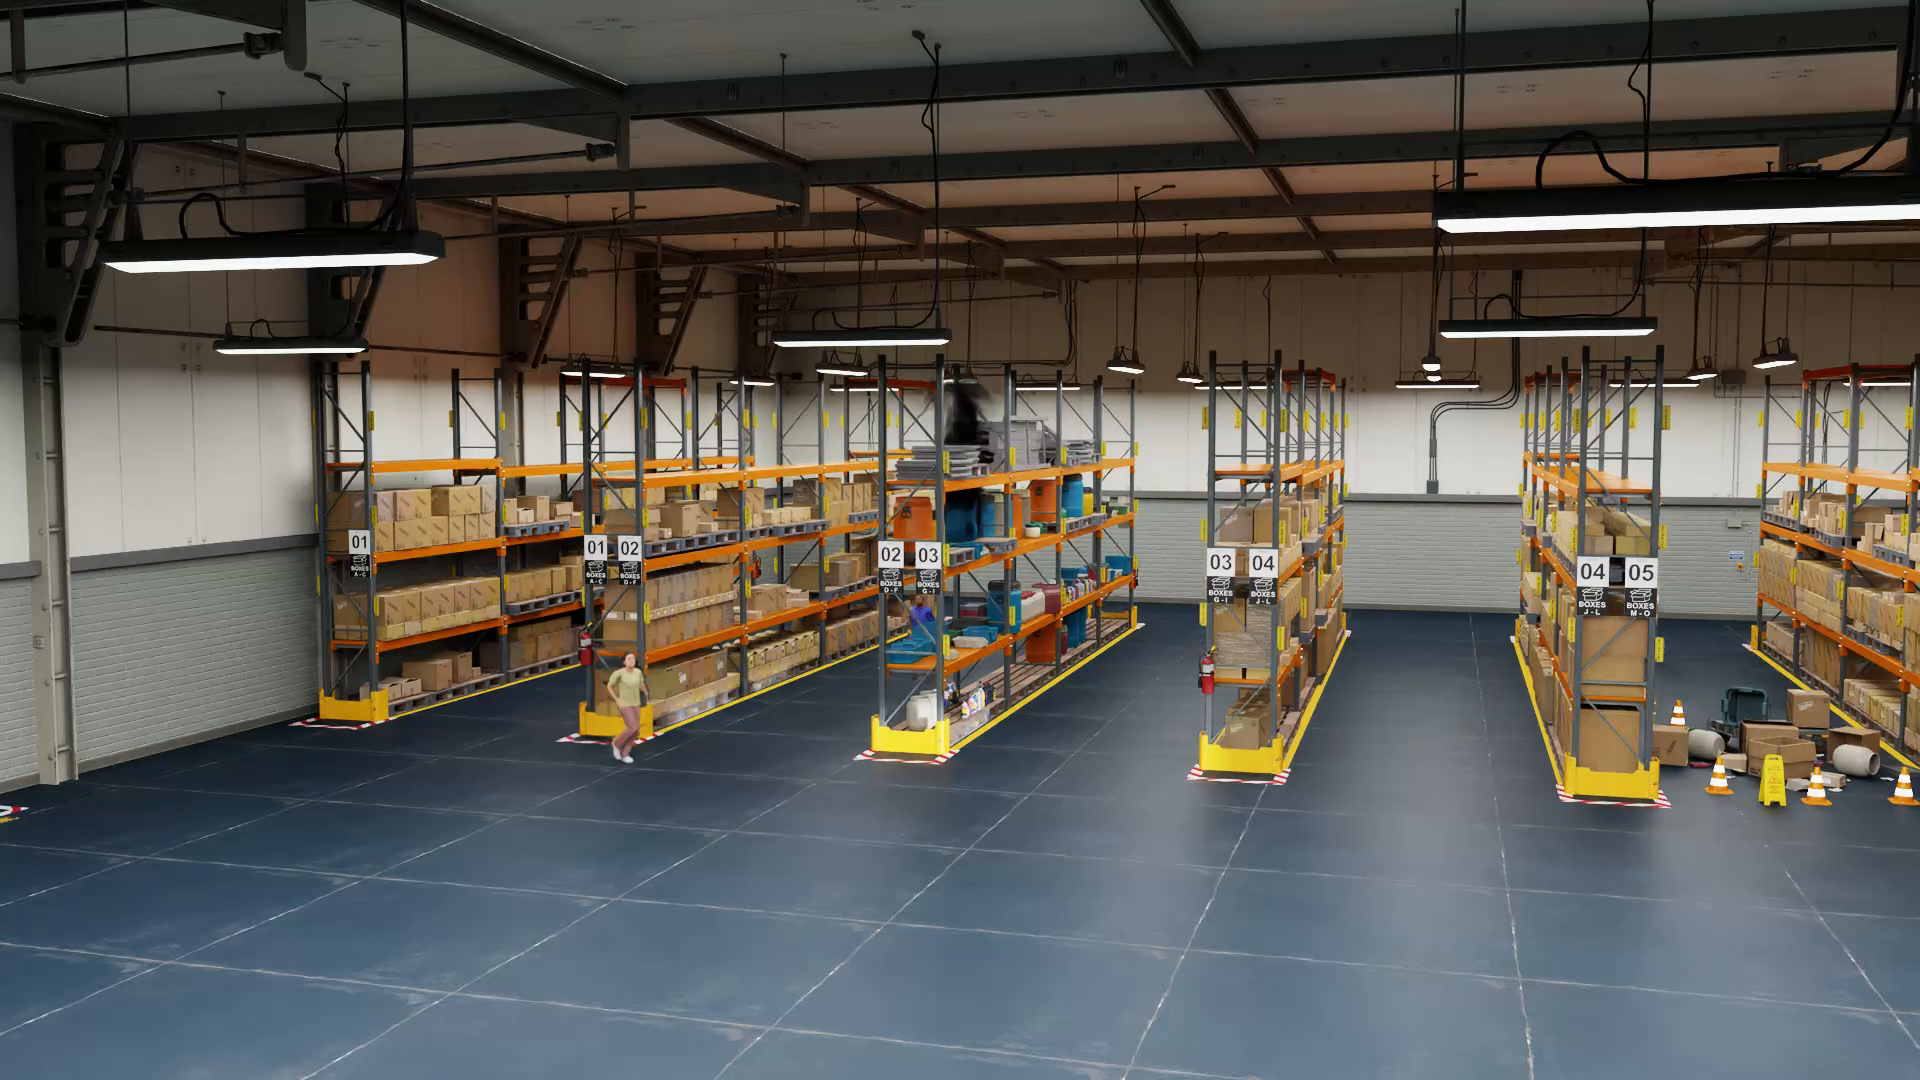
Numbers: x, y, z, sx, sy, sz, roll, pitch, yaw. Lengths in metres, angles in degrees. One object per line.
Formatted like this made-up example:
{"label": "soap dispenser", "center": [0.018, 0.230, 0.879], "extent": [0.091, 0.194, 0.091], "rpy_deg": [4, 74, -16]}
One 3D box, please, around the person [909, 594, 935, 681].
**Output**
{"label": "person", "center": [-0.742, 1.827, 30.957], "extent": [0.561, 1.640, 0.573], "rpy_deg": [1, 4, 13]}

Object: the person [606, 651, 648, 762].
{"label": "person", "center": [-4.819, 2.445, 24.363], "extent": [0.542, 1.637, 0.566], "rpy_deg": [4, 6, 44]}
